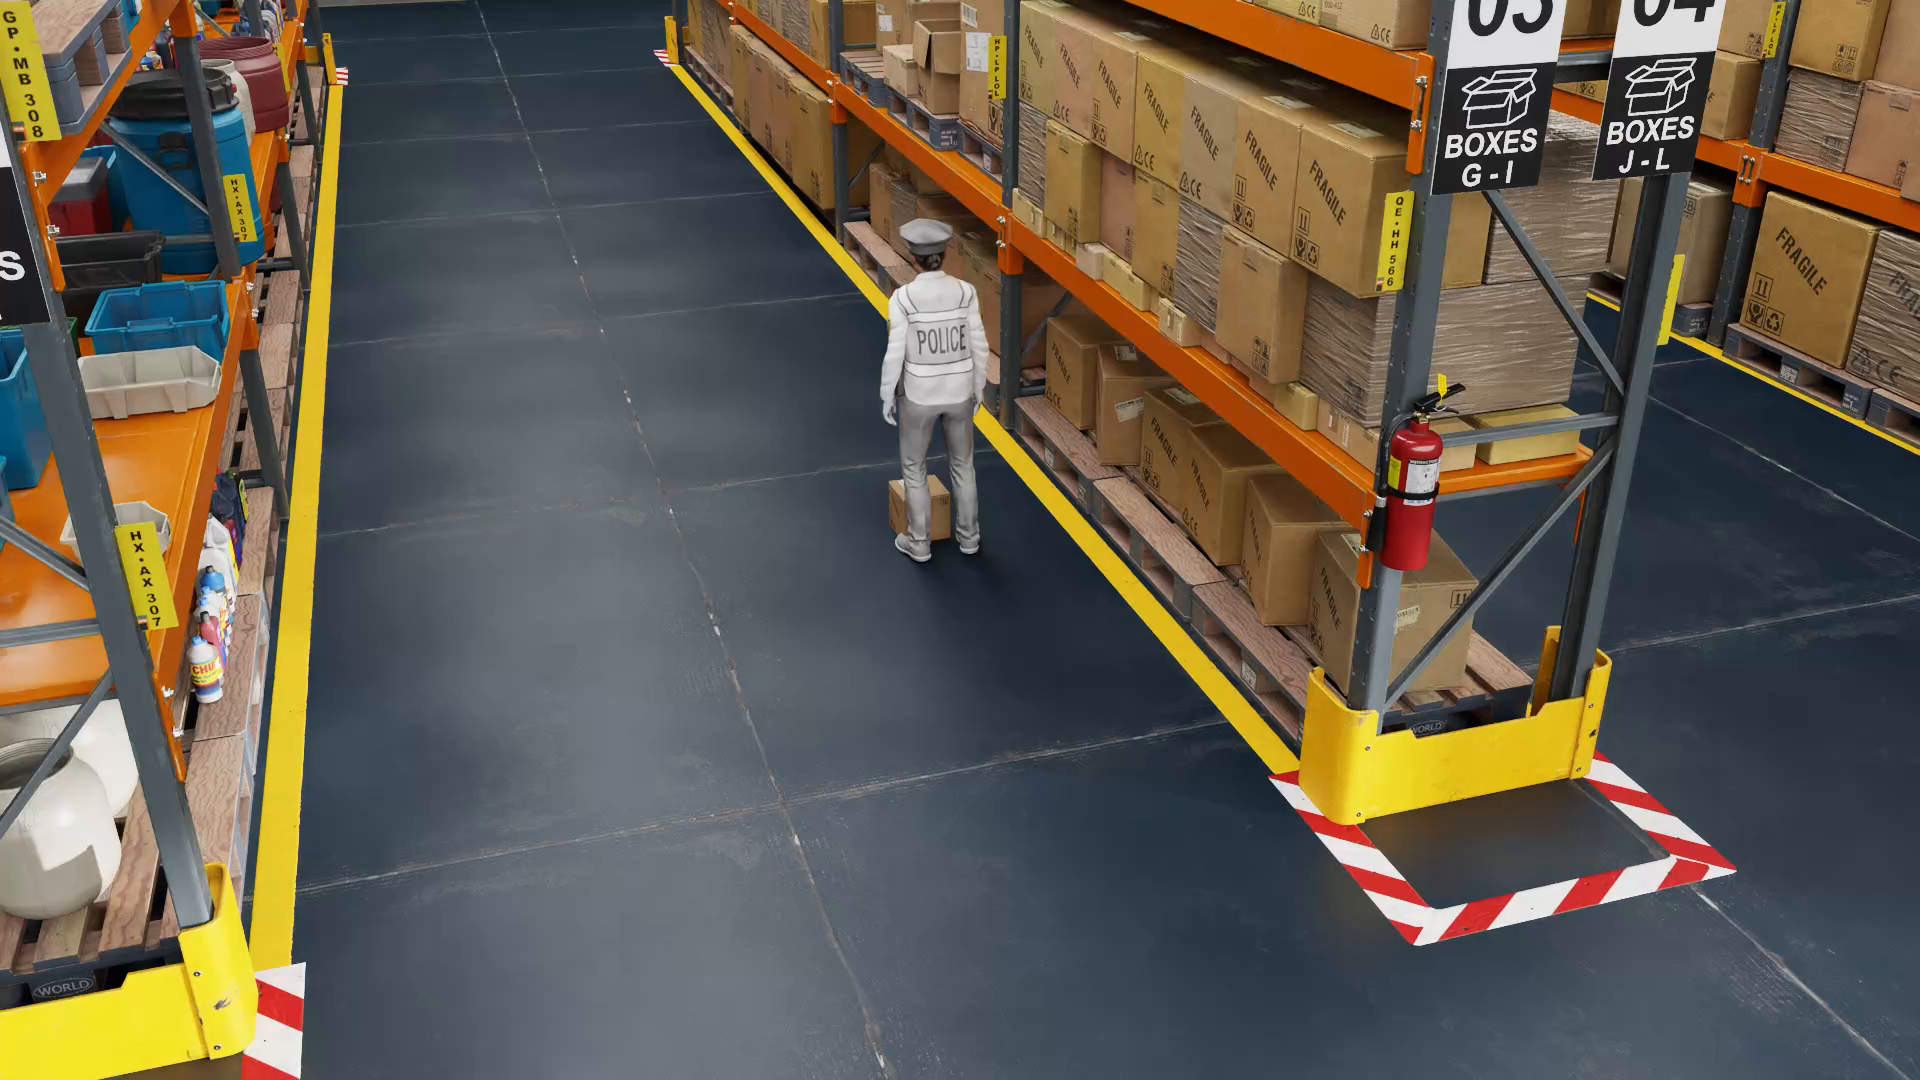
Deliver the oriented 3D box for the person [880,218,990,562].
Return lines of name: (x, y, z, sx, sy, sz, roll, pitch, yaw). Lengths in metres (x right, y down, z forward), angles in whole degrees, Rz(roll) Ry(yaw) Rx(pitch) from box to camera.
person: (-0.122, -0.689, 7.993, 0.528, 1.663, 0.372, -8, 28, -16)
